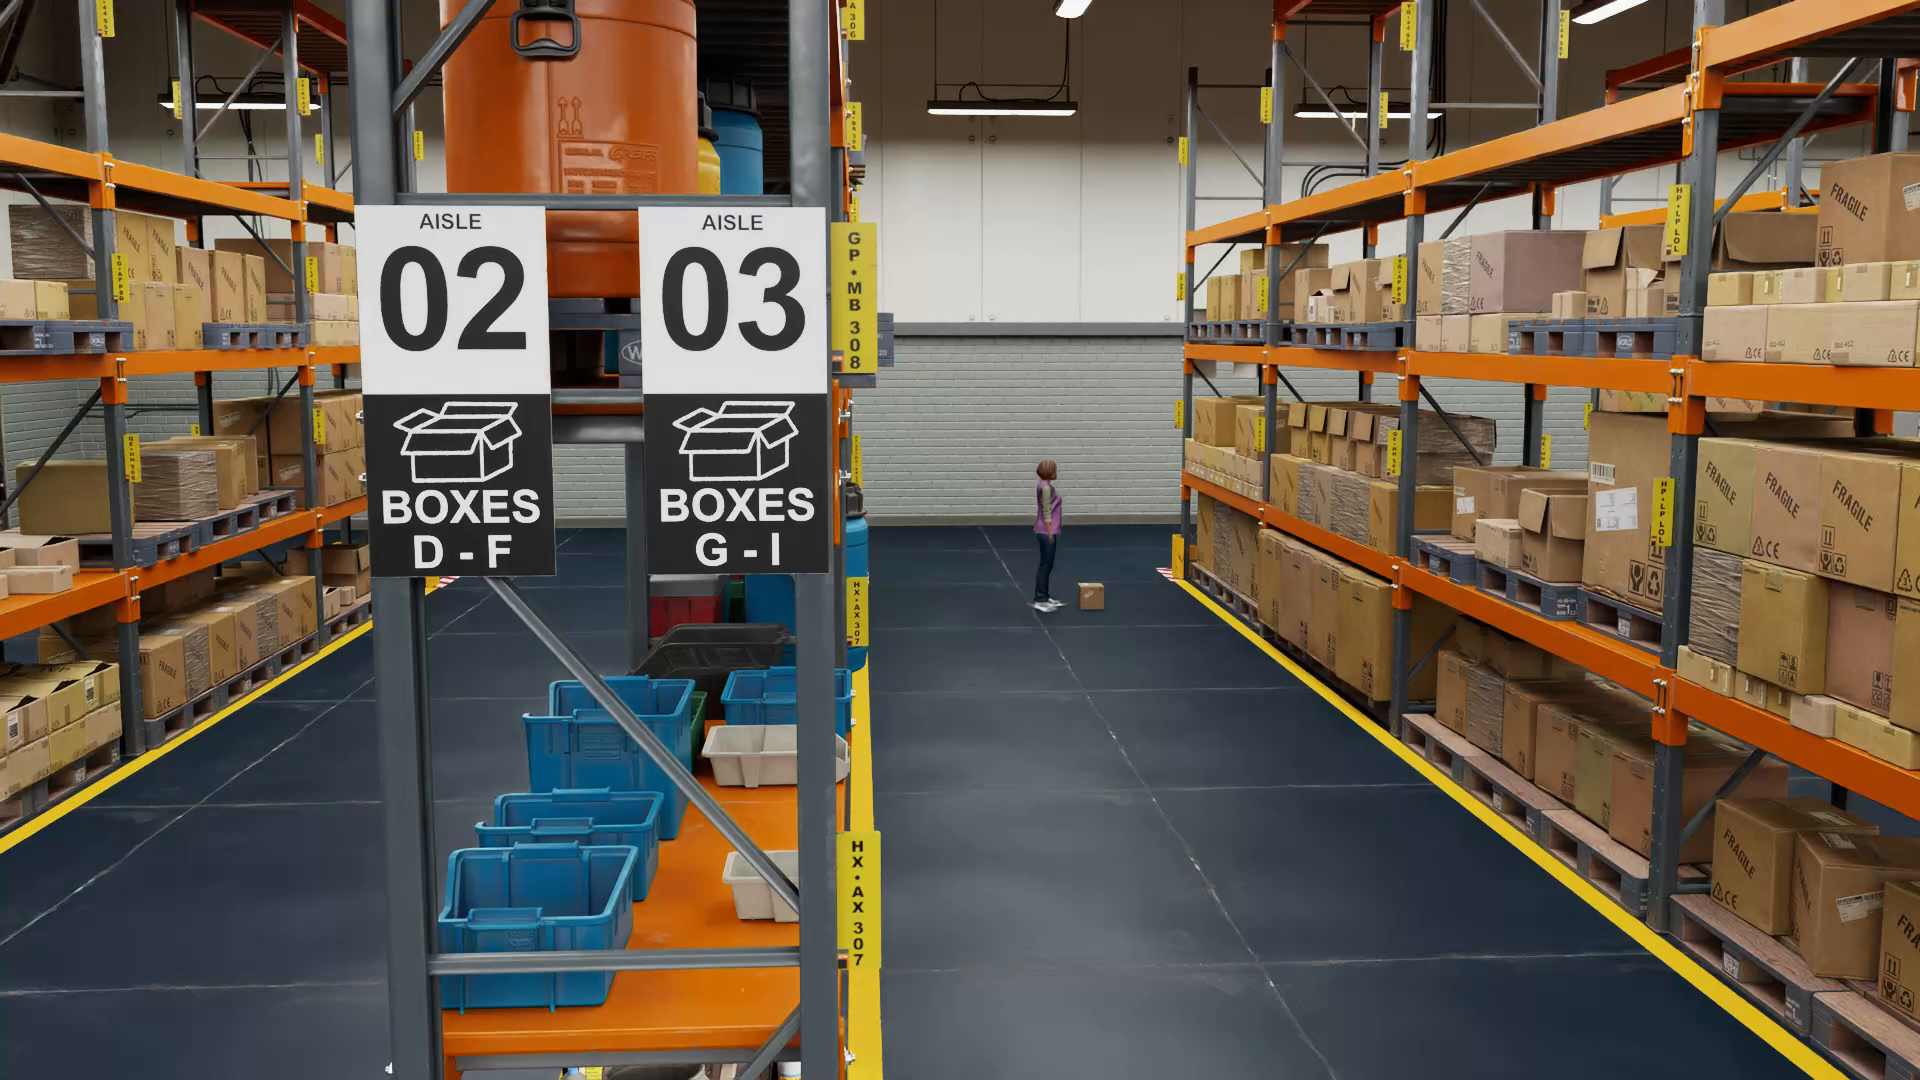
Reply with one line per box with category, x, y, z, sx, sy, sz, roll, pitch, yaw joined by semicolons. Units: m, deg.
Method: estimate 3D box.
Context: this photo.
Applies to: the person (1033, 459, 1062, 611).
person;0.941;-0.051;17.788;0.311;1.623;0.420;0;7;-2
